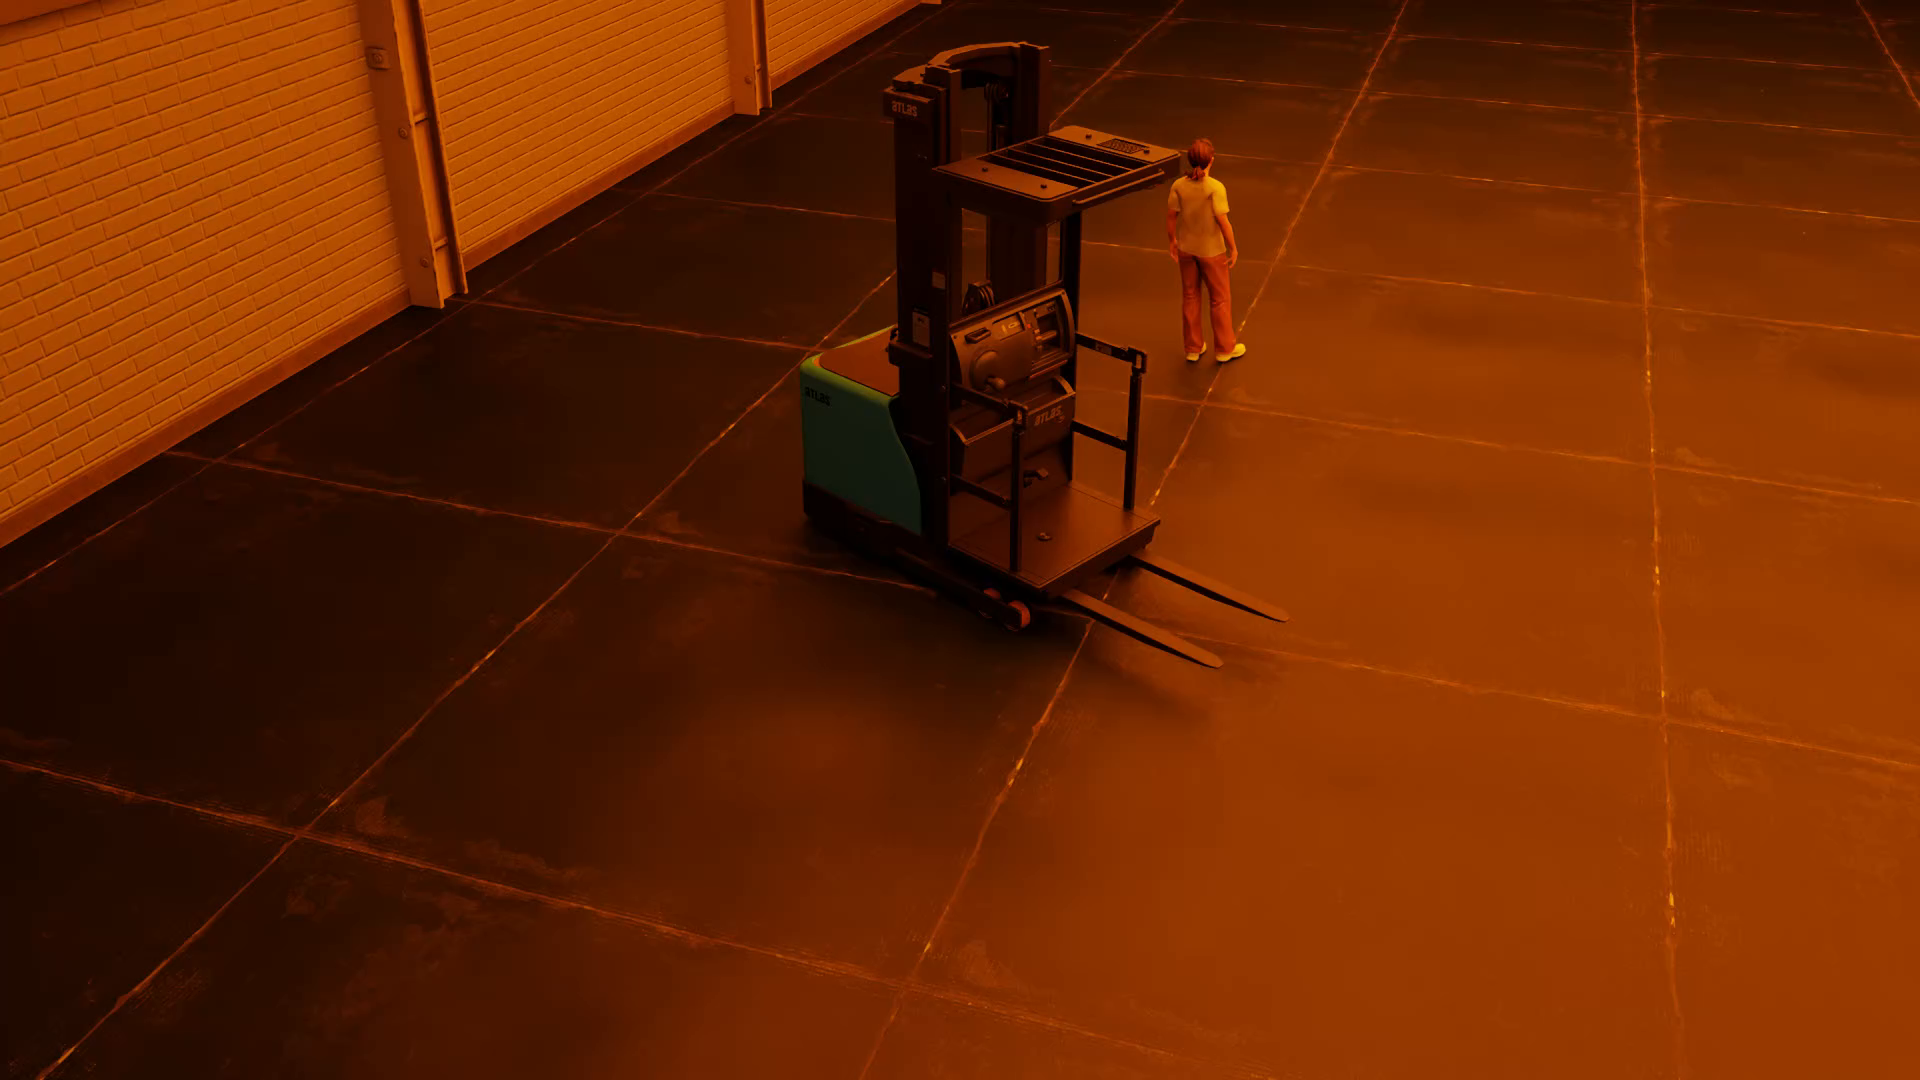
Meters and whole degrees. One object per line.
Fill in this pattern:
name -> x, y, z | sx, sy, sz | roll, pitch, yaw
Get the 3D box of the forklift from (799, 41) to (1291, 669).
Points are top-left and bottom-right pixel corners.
forklift -> 0.450, -1.061, 8.998 | 3.031, 2.935, 1.130 | 25, 38, 37

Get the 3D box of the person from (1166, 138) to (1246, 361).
person -> 1.794, -2.115, 12.099 | 0.554, 1.673, 0.548 | 19, 35, 29
